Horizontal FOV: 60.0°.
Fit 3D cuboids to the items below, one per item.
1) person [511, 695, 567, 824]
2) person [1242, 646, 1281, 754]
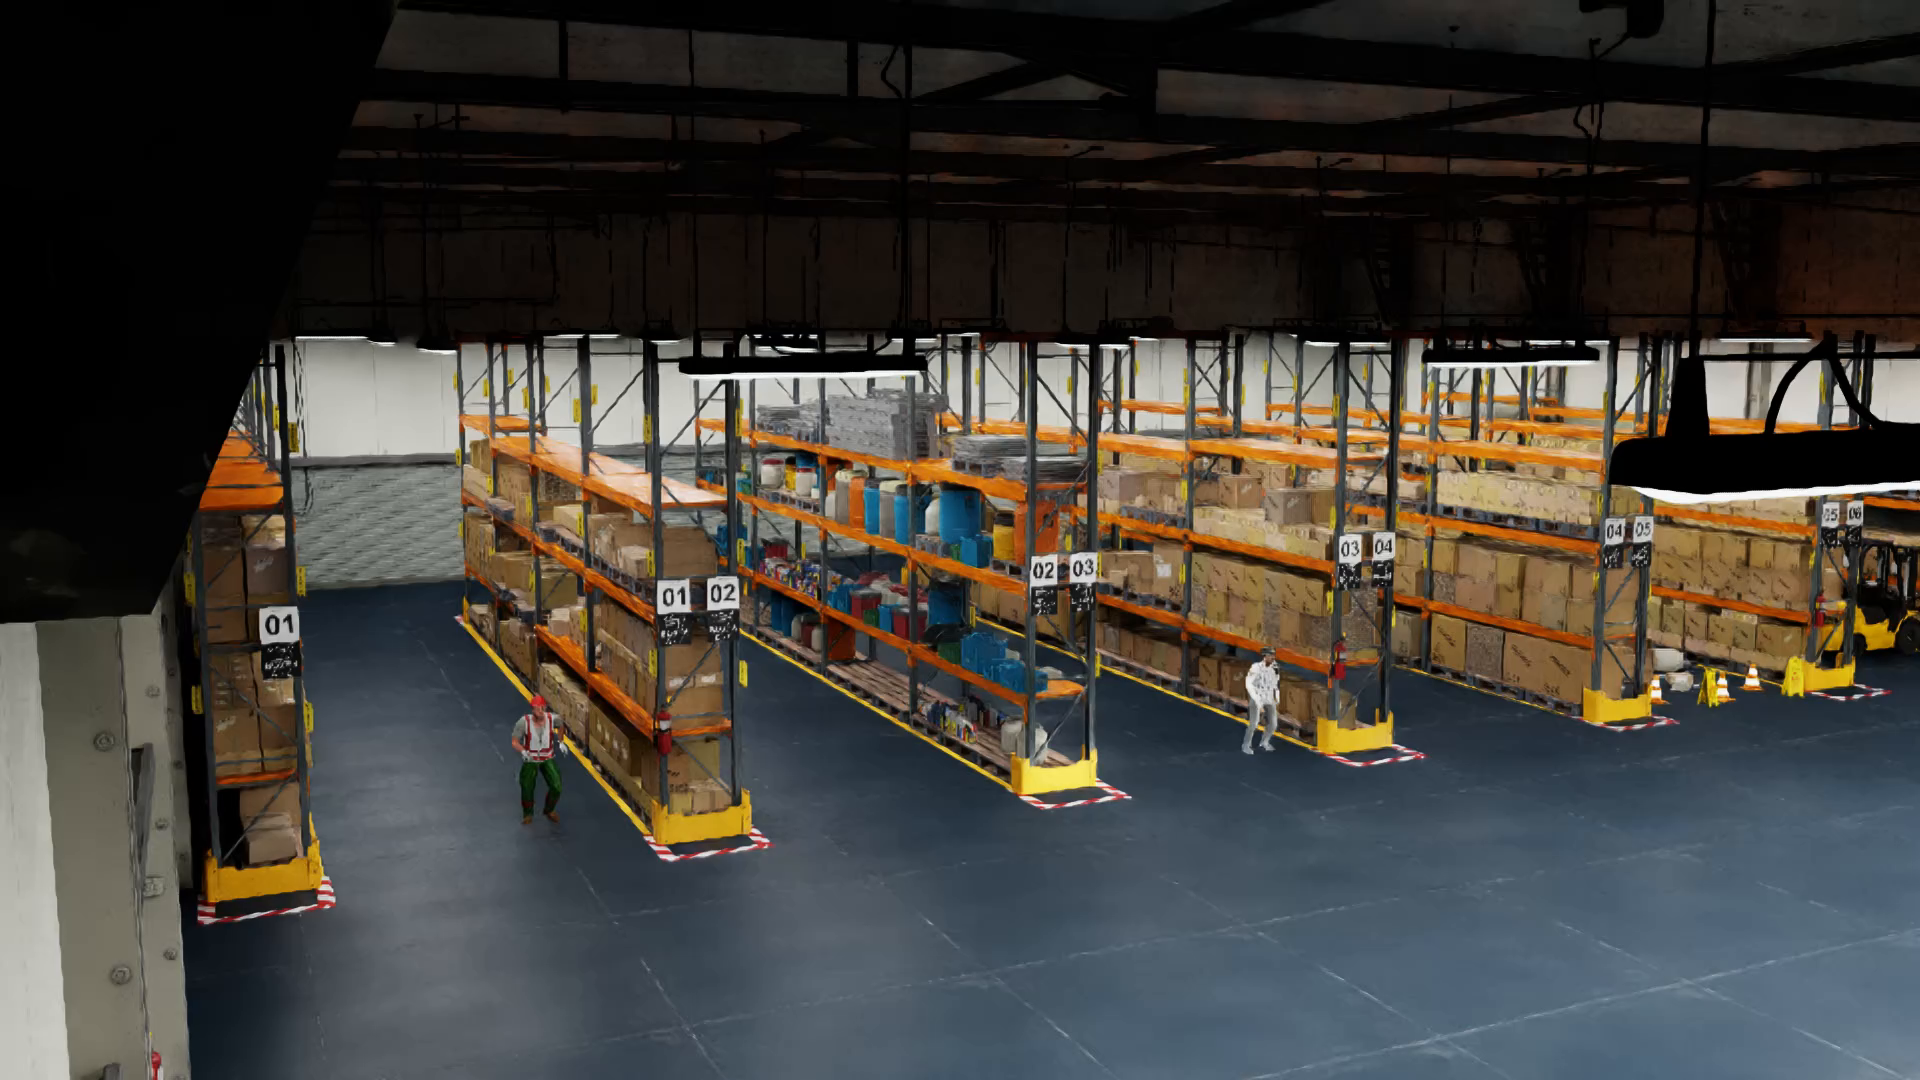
[{"bbox_3d":[-5.191,2.730,20.587,0.688,1.712,0.782,-3,8,-19],"label":"person"},{"bbox_3d":[4.390,2.293,24.110,0.634,1.629,0.512,-3,8,-20],"label":"person"}]
